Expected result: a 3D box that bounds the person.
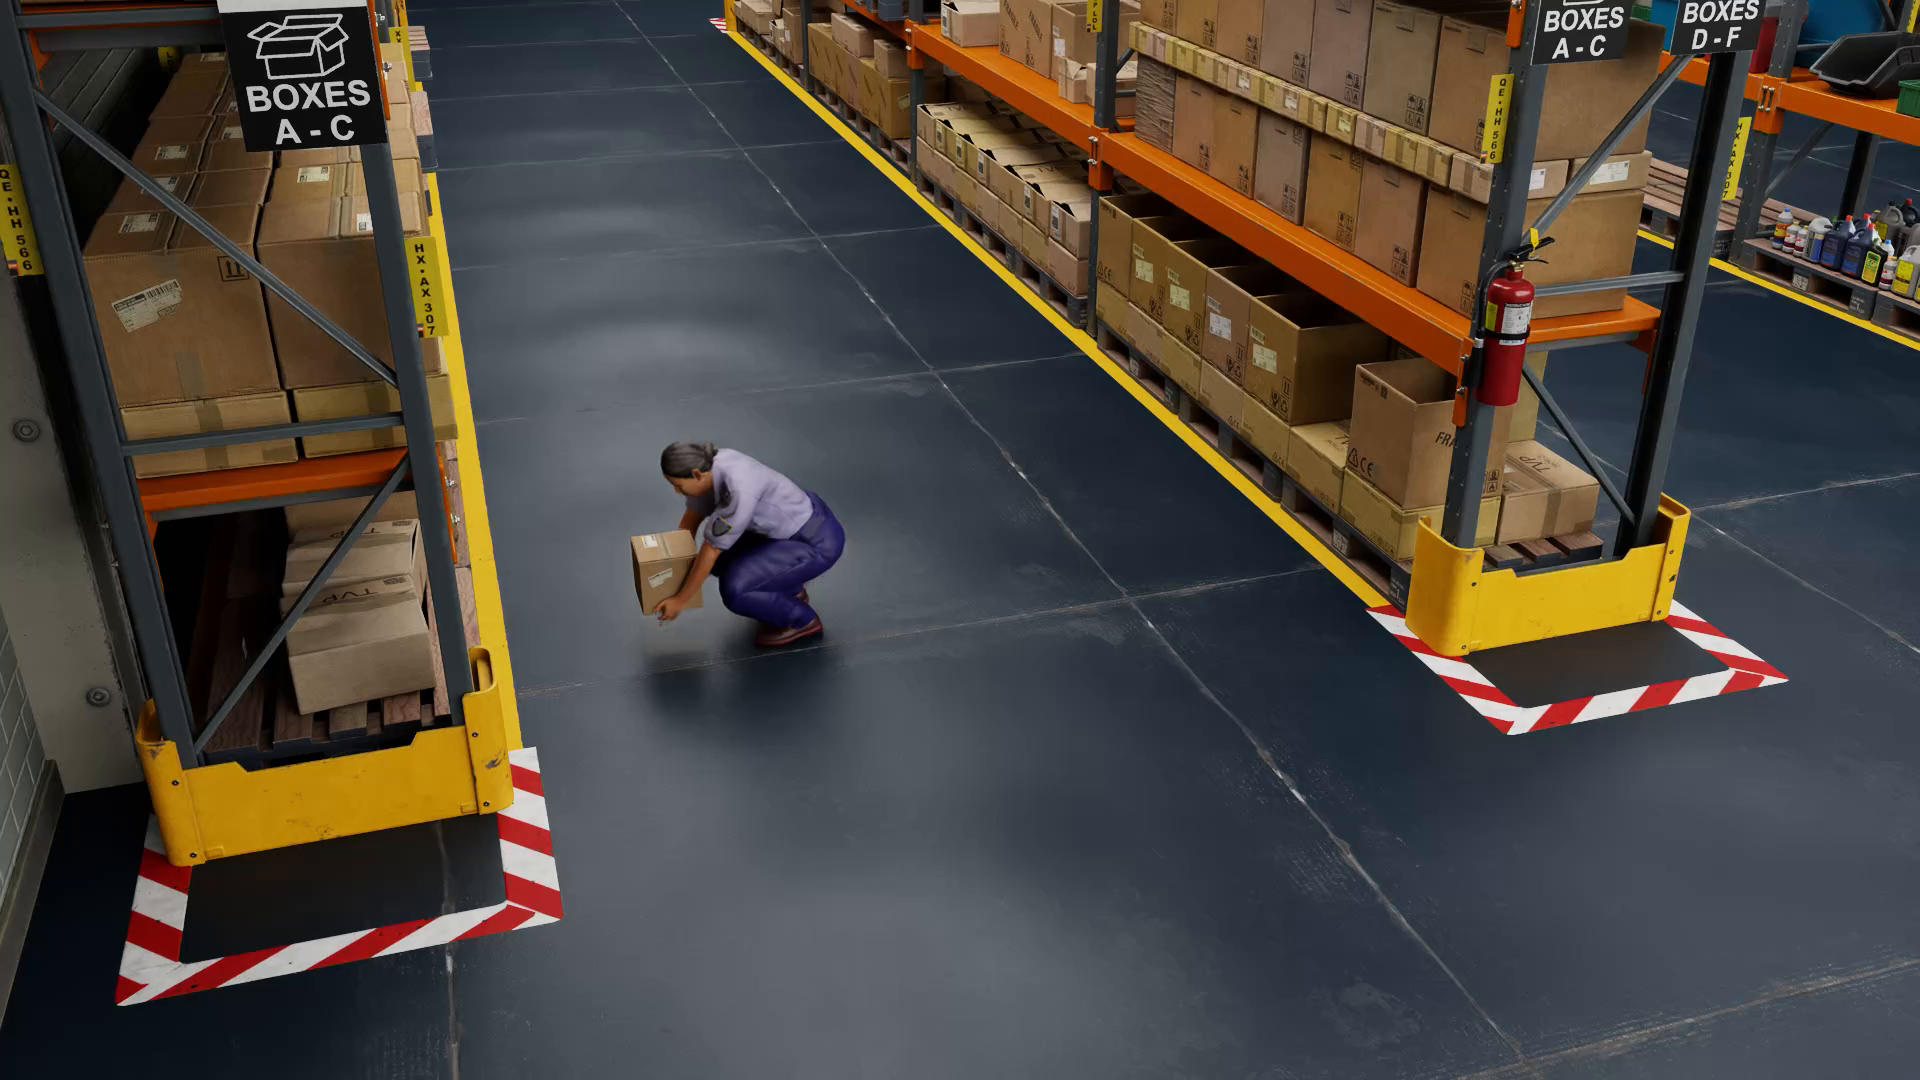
[{"bbox_3d":[-0.912,-0.031,7.006,0.845,0.940,0.516,-9,28,-17],"label":"person"}]
